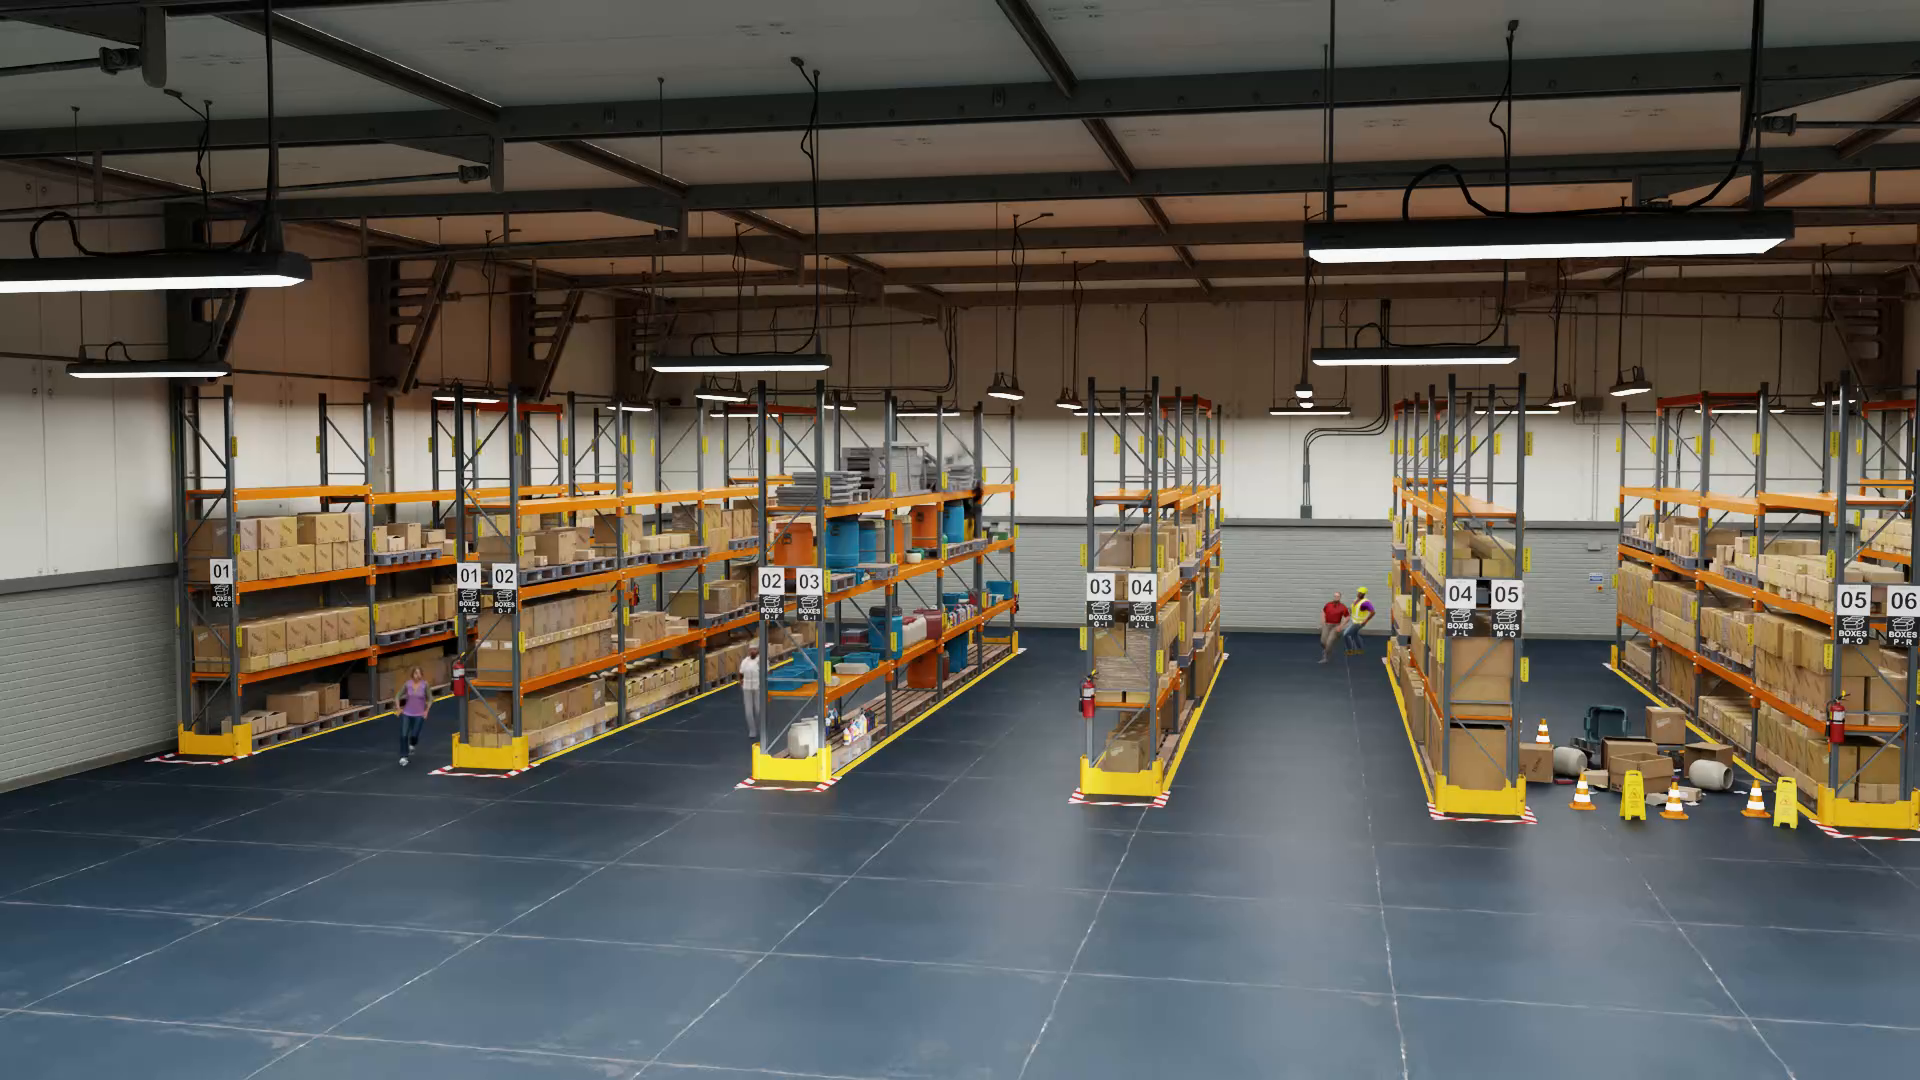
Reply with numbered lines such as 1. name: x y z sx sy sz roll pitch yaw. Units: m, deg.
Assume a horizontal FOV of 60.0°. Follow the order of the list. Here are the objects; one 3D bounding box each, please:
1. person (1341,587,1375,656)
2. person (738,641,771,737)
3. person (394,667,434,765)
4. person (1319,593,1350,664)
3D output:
1. person: 9.485 1.956 39.731 0.710 1.712 0.800 0 3 4
2. person: -3.568 2.574 28.700 0.573 1.640 0.543 0 3 4
3. person: -8.646 2.777 26.333 0.585 1.553 0.504 -1 3 -12
4. person: 8.638 2.032 38.380 0.704 1.647 0.552 2 4 34
